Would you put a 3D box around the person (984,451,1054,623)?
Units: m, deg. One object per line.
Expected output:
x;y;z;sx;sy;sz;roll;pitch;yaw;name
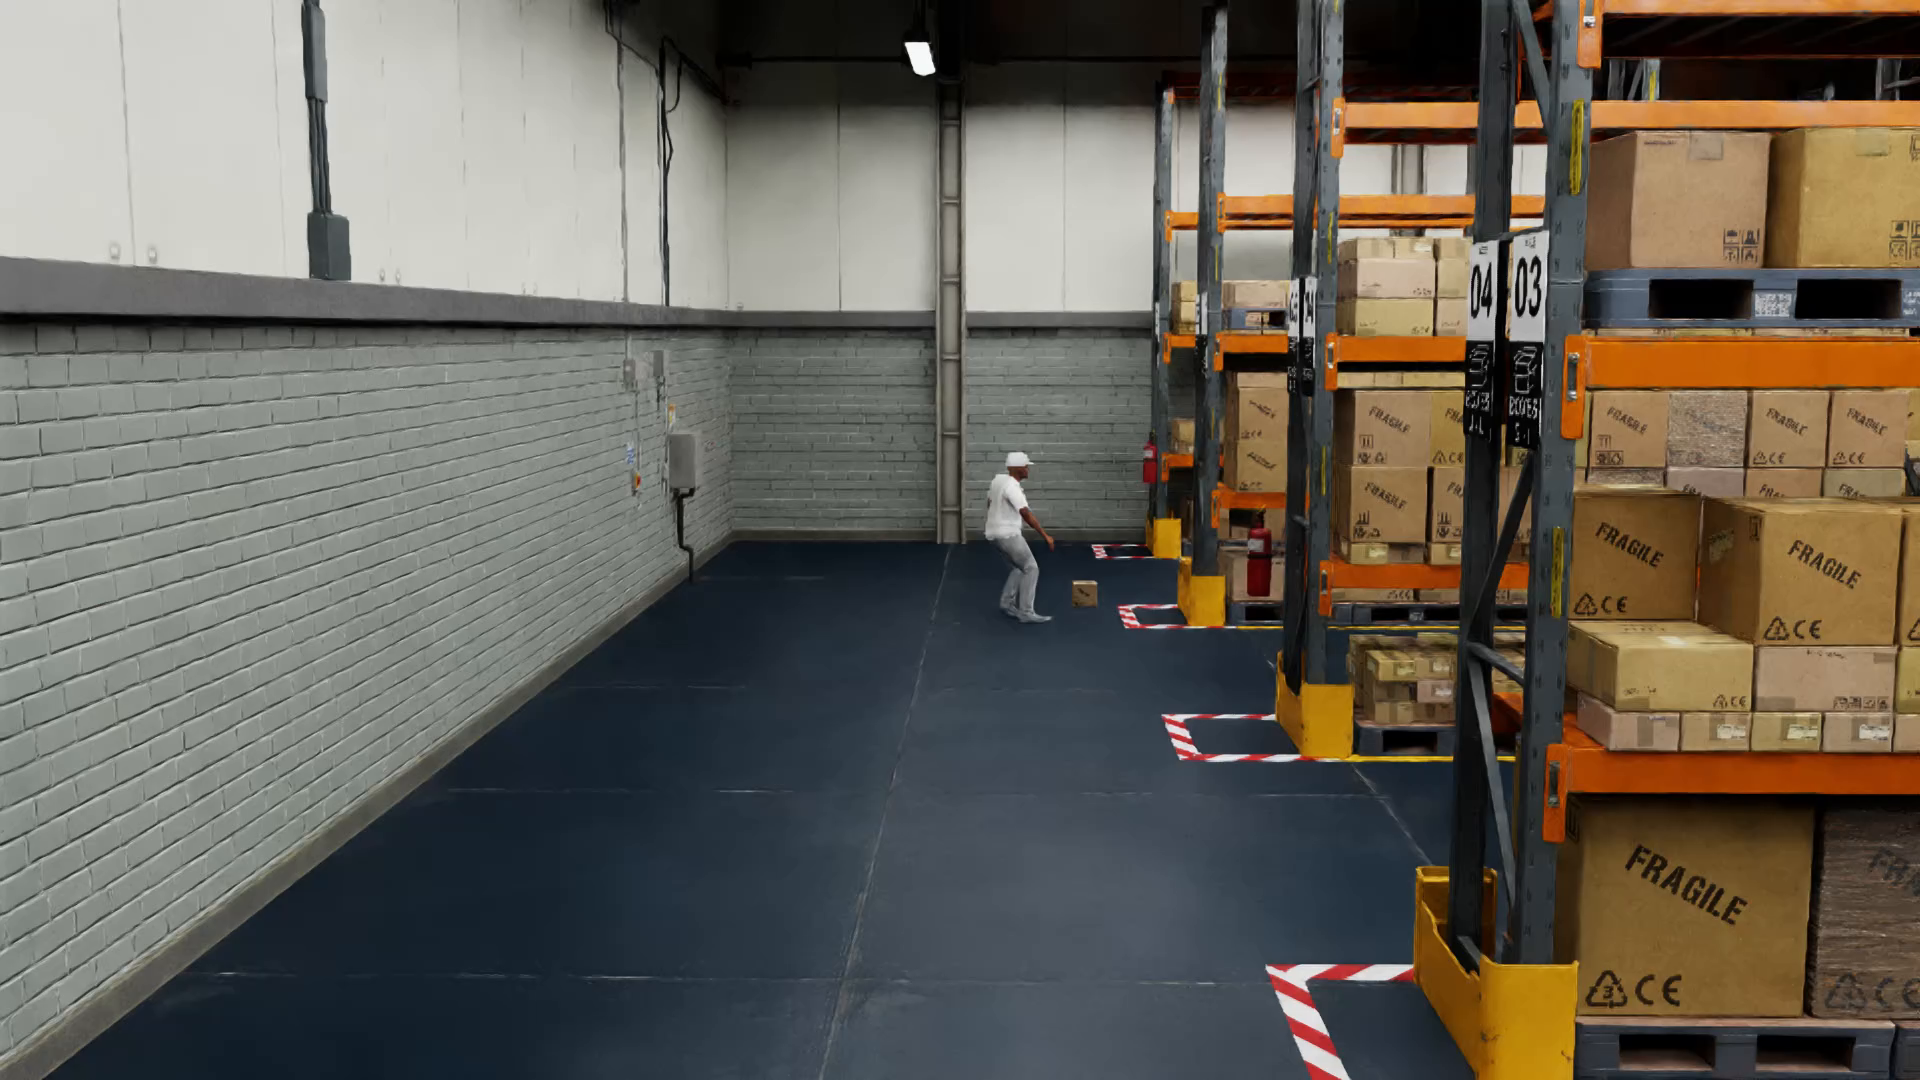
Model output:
0.556;-0.028;16.418;0.501;1.686;0.968;-3;8;-25;person
